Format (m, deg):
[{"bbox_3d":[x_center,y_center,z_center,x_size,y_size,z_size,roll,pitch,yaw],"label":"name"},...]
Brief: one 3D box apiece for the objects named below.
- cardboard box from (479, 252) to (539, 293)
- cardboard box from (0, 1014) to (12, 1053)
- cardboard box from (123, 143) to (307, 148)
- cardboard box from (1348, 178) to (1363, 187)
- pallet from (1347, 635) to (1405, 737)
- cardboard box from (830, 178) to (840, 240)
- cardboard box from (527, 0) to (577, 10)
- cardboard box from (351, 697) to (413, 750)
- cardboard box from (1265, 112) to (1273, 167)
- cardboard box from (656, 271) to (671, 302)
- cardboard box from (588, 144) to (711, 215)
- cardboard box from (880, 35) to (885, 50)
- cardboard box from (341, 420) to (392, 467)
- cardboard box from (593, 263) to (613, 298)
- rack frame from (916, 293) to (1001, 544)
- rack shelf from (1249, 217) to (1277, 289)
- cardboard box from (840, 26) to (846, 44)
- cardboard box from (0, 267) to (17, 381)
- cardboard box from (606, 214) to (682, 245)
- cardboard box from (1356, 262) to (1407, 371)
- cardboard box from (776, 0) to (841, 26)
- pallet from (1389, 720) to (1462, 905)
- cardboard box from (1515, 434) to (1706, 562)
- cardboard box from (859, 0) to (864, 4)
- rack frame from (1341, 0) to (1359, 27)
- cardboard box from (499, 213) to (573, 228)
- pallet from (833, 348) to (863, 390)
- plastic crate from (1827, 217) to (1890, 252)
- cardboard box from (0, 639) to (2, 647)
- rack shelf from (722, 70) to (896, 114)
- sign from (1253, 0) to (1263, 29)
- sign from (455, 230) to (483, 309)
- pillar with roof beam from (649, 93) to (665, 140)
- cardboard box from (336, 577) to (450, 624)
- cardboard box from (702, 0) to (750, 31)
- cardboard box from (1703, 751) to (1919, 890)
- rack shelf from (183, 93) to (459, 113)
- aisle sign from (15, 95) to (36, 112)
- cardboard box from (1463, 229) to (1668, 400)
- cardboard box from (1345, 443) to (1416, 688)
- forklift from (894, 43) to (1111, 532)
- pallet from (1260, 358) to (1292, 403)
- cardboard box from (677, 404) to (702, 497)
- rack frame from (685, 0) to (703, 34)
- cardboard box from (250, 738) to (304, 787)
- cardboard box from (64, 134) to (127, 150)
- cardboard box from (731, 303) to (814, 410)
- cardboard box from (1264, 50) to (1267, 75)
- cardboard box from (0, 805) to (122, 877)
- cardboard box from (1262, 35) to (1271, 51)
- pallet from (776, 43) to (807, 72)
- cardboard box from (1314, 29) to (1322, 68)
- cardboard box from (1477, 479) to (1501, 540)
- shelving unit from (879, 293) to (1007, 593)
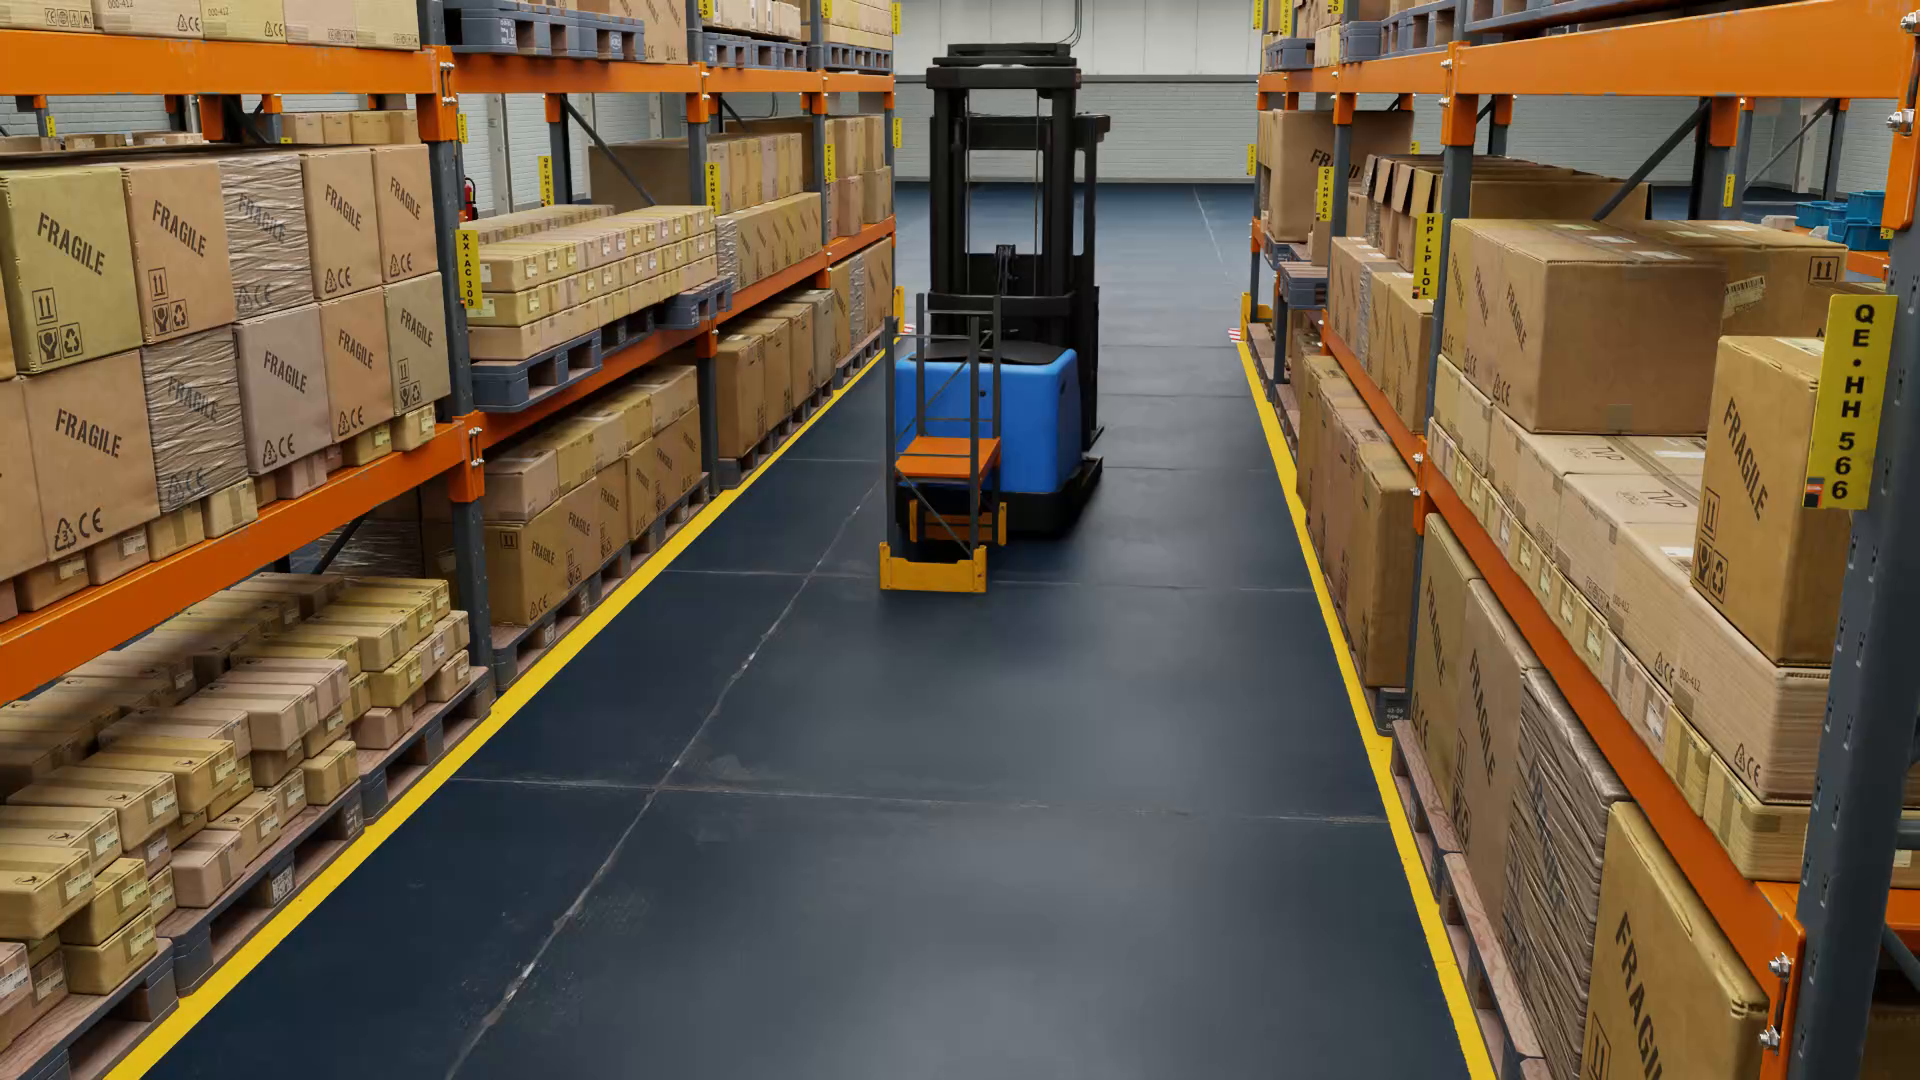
[{"bbox_3d":[-2.085,-1.179,7.313,0.380,0.149,0.250,2,15,9],"label":"cardboard box"},{"bbox_3d":[-2.712,1.292,4.294,0.380,0.149,0.250,2,15,6],"label":"cardboard box"},{"bbox_3d":[-2.879,-1.287,6.497,0.500,0.500,0.500,2,15,8],"label":"cardboard box"},{"bbox_3d":[3.129,-2.425,12.380,0.797,0.503,0.637,3,15,12],"label":"cardboard box"},{"bbox_3d":[2.343,0.594,7.560,1.003,0.211,1.213,2,15,6],"label":"pallet"},{"bbox_3d":[-1.614,-3.109,15.624,0.875,0.550,0.550,2,15,6],"label":"cardboard box"},{"bbox_3d":[-2.282,-2.819,8.093,0.797,0.503,0.637,1,15,6],"label":"cardboard box"},{"bbox_3d":[-2.370,0.699,6.489,0.380,0.149,0.250,1,15,4],"label":"cardboard box"},{"bbox_3d":[3.183,-3.813,15.839,0.500,0.500,0.500,2,15,6],"label":"cardboard box"},{"bbox_3d":[-1.853,-1.434,9.395,0.380,0.149,0.250,1,15,4],"label":"cardboard box"},{"bbox_3d":[-2.074,-2.406,11.208,0.700,0.500,0.500,2,15,6],"label":"cardboard box"},{"bbox_3d":[-0.991,-5.184,17.325,0.380,0.149,0.250,2,15,7],"label":"cardboard box"},{"bbox_3d":[-2.396,-0.382,6.310,0.380,0.149,0.250,2,15,8],"label":"cardboard box"},{"bbox_3d":[-1.972,-1.307,8.357,0.380,0.149,0.250,2,15,9],"label":"cardboard box"},{"bbox_3d":[-0.008,-0.715,9.934,0.500,1.500,0.032,2,15,8],"label":"rack frame"},{"bbox_3d":[3.459,-2.796,16.134,1.077,0.370,4.000,2,15,6],"label":"rack shelf"},{"bbox_3d":[-1.248,-4.591,15.132,0.380,0.149,0.250,2,15,6],"label":"cardboard box"},{"bbox_3d":[-2.673,-0.599,3.953,0.500,0.500,0.500,2,15,8],"label":"cardboard box"},{"bbox_3d":[-1.821,-1.785,9.554,0.380,0.149,0.250,2,15,8],"label":"cardboard box"},{"bbox_3d":[2.288,-1.121,8.369,0.500,0.500,0.500,2,15,6],"label":"cardboard box"},{"bbox_3d":[-1.350,-4.686,14.718,0.500,0.250,0.500,2,15,7],"label":"cardboard box"},{"bbox_3d":[2.167,0.991,6.091,1.003,0.211,1.213,2,15,6],"label":"pallet"},{"bbox_3d":[1.840,-0.116,4.561,0.500,0.250,0.500,2,15,6],"label":"cardboard box"},{"bbox_3d":[-1.133,-5.238,15.999,0.380,0.149,0.250,2,15,6],"label":"cardboard box"},{"bbox_3d":[2.782,-4.483,9.502,1.000,3.000,0.127,2,15,6],"label":"rack frame"},{"bbox_3d":[-2.470,-1.812,9.653,0.380,0.149,0.250,1,15,4],"label":"cardboard box"},{"bbox_3d":[-1.520,-1.646,15.843,1.003,0.211,1.213,2,15,6],"label":"pallet"},{"bbox_3d":[8.010,-2.702,14.692,0.499,0.251,0.616,2,15,6],"label":"plastic crate"},{"bbox_3d":[-2.604,0.227,4.057,0.380,0.149,0.250,1,15,5],"label":"cardboard box"},{"bbox_3d":[-1.458,-4.416,16.379,1.077,0.370,4.000,2,15,6],"label":"rack shelf"},{"bbox_3d":[3.145,-5.548,17.511,0.100,0.325,0.005,2,15,6],"label":"sign"},{"bbox_3d":[-2.046,-1.126,6.920,0.100,0.325,0.005,2,15,6],"label":"sign"},{"bbox_3d":[-4.406,-14.495,46.528,9.100,9.000,0.400,2,15,6],"label":"pillar with roof beam"},{"bbox_3d":[-2.368,0.264,6.955,0.380,0.149,0.250,2,15,8],"label":"cardboard box"},{"bbox_3d":[-1.778,-3.697,11.633,0.500,0.250,0.500,2,15,8],"label":"cardboard box"},{"bbox_3d":[1.592,0.507,3.022,0.380,0.149,0.250,2,15,7],"label":"cardboard box"},{"bbox_3d":[-6.388,-4.536,16.822,1.077,0.370,4.000,2,15,6],"label":"rack shelf"},{"bbox_3d":[-10.795,-5.362,19.266,0.394,0.787,0.004,2,15,6],"label":"aisle sign"},{"bbox_3d":[1.959,-0.739,5.428,0.500,0.500,0.500,2,15,6],"label":"cardboard box"},{"bbox_3d":[2.383,0.107,7.287,1.225,0.875,0.875,2,15,6],"label":"cardboard box"},{"bbox_3d":[0.398,-1.803,11.215,1.130,2.935,3.031,3,15,12],"label":"forklift"},{"bbox_3d":[3.274,-1.454,15.133,1.003,0.211,1.213,2,15,6],"label":"pallet"},{"bbox_3d":[-1.950,-0.577,10.534,0.500,0.500,0.500,2,15,6],"label":"cardboard box"},{"bbox_3d":[-2.135,-4.655,10.139,1.000,3.000,0.127,2,15,6],"label":"rack frame"},{"bbox_3d":[-2.522,0.737,5.776,0.380,0.149,0.250,1,15,4],"label":"cardboard box"},{"bbox_3d":[-7.038,-3.228,13.544,0.380,0.149,0.250,3,15,9],"label":"cardboard box"},{"bbox_3d":[-1.777,-1.500,13.467,1.050,0.750,0.750,2,15,6],"label":"cardboard box"},{"bbox_3d":[3.321,-4.786,16.657,0.500,0.250,0.500,1,15,5],"label":"cardboard box"},{"bbox_3d":[-2.628,0.873,4.706,0.380,0.149,0.250,1,15,4],"label":"cardboard box"},{"bbox_3d":[3.298,-5.101,17.057,0.380,0.149,0.250,2,15,7],"label":"cardboard box"},{"bbox_3d":[-1.738,-3.913,13.507,0.805,0.209,1.217,1,15,4],"label":"pallet"},{"bbox_3d":[2.694,-3.352,11.354,0.500,0.250,0.500,2,15,8],"label":"cardboard box"},{"bbox_3d":[1.851,-0.090,5.231,0.380,0.149,0.250,1,15,5],"label":"cardboard box"},{"bbox_3d":[-0.080,-0.582,9.440,0.587,1.500,1.083,2,15,8],"label":"shelving unit"}]
